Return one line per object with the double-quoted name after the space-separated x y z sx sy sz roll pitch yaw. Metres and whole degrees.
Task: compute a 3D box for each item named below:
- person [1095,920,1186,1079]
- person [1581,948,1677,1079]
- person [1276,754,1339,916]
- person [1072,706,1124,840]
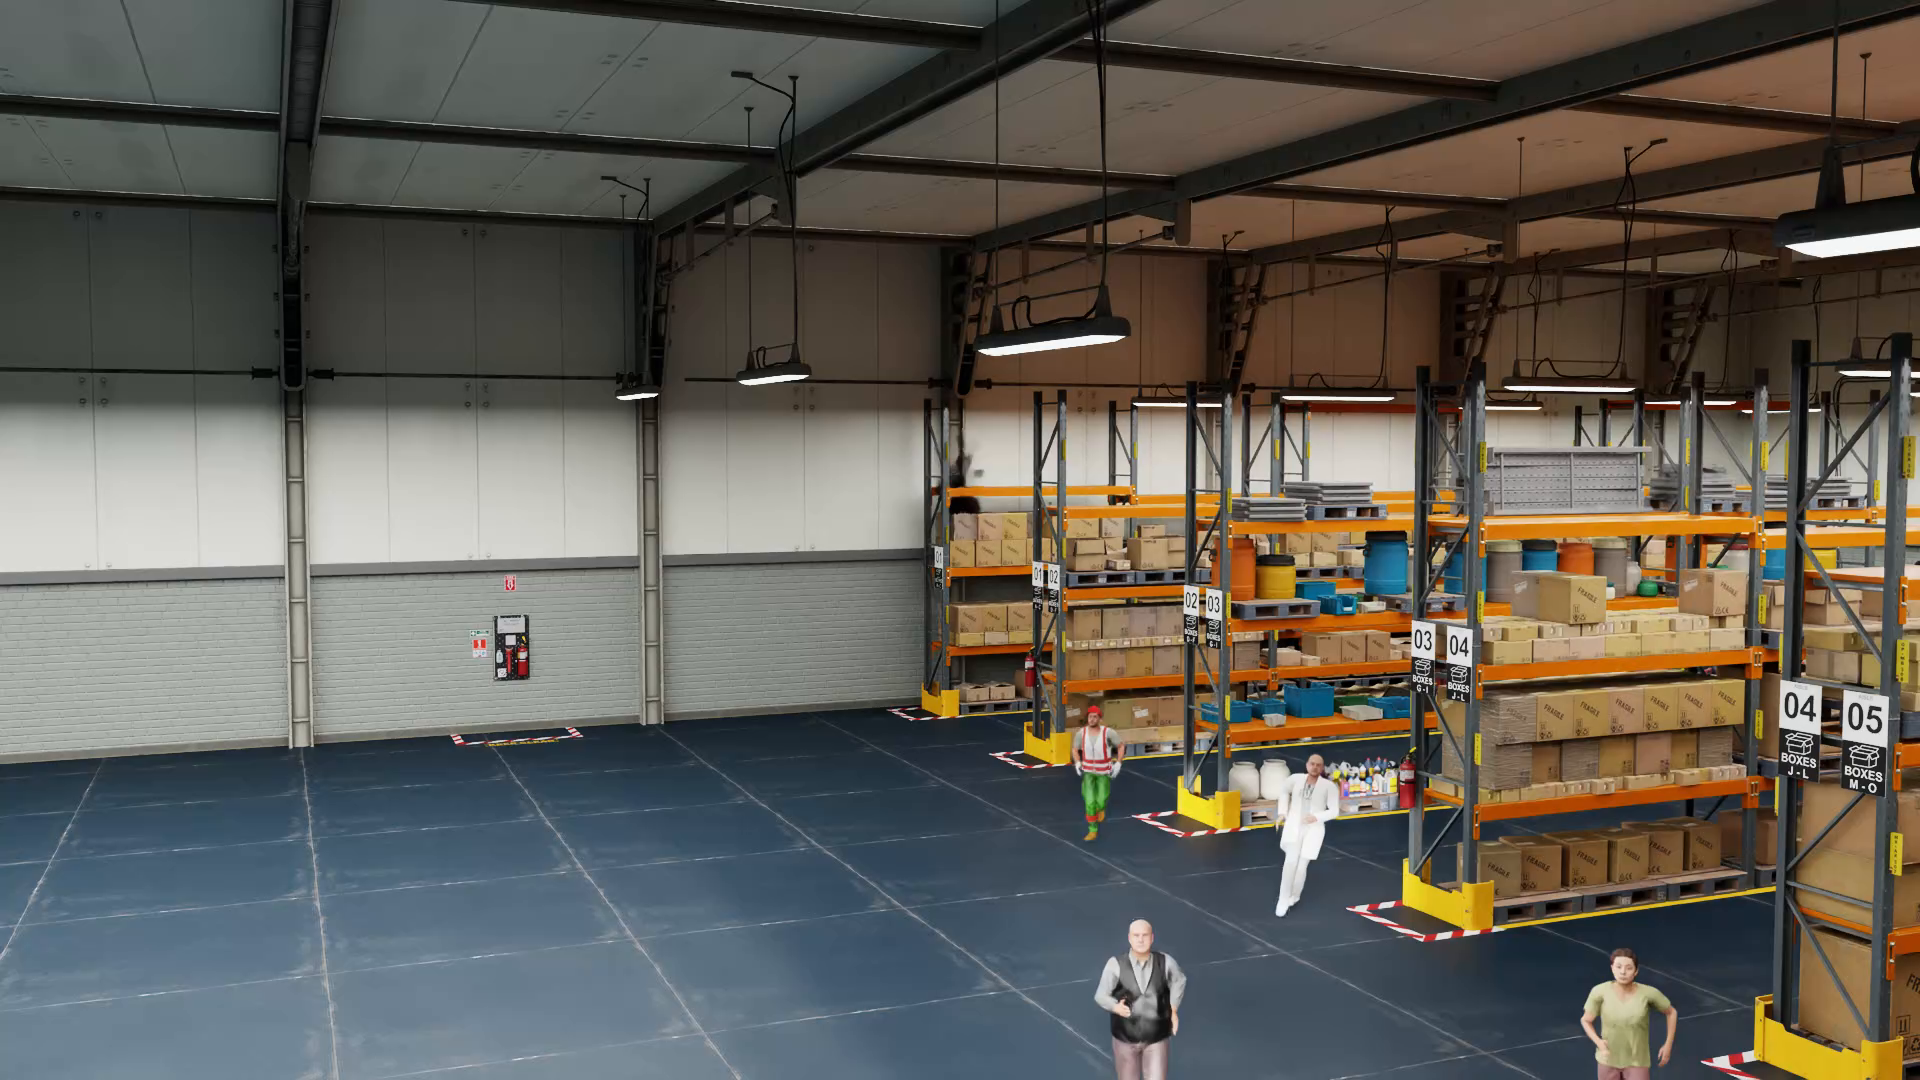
1.293 3.577 11.897 0.657 1.726 0.949 0 3 6 "person"
4.623 3.623 11.539 0.608 1.585 0.606 2 4 27 "person"
3.793 3.210 18.188 0.689 1.731 0.707 1 4 17 "person"
1.791 3.024 21.665 0.684 1.751 0.672 1 3 16 "person"
